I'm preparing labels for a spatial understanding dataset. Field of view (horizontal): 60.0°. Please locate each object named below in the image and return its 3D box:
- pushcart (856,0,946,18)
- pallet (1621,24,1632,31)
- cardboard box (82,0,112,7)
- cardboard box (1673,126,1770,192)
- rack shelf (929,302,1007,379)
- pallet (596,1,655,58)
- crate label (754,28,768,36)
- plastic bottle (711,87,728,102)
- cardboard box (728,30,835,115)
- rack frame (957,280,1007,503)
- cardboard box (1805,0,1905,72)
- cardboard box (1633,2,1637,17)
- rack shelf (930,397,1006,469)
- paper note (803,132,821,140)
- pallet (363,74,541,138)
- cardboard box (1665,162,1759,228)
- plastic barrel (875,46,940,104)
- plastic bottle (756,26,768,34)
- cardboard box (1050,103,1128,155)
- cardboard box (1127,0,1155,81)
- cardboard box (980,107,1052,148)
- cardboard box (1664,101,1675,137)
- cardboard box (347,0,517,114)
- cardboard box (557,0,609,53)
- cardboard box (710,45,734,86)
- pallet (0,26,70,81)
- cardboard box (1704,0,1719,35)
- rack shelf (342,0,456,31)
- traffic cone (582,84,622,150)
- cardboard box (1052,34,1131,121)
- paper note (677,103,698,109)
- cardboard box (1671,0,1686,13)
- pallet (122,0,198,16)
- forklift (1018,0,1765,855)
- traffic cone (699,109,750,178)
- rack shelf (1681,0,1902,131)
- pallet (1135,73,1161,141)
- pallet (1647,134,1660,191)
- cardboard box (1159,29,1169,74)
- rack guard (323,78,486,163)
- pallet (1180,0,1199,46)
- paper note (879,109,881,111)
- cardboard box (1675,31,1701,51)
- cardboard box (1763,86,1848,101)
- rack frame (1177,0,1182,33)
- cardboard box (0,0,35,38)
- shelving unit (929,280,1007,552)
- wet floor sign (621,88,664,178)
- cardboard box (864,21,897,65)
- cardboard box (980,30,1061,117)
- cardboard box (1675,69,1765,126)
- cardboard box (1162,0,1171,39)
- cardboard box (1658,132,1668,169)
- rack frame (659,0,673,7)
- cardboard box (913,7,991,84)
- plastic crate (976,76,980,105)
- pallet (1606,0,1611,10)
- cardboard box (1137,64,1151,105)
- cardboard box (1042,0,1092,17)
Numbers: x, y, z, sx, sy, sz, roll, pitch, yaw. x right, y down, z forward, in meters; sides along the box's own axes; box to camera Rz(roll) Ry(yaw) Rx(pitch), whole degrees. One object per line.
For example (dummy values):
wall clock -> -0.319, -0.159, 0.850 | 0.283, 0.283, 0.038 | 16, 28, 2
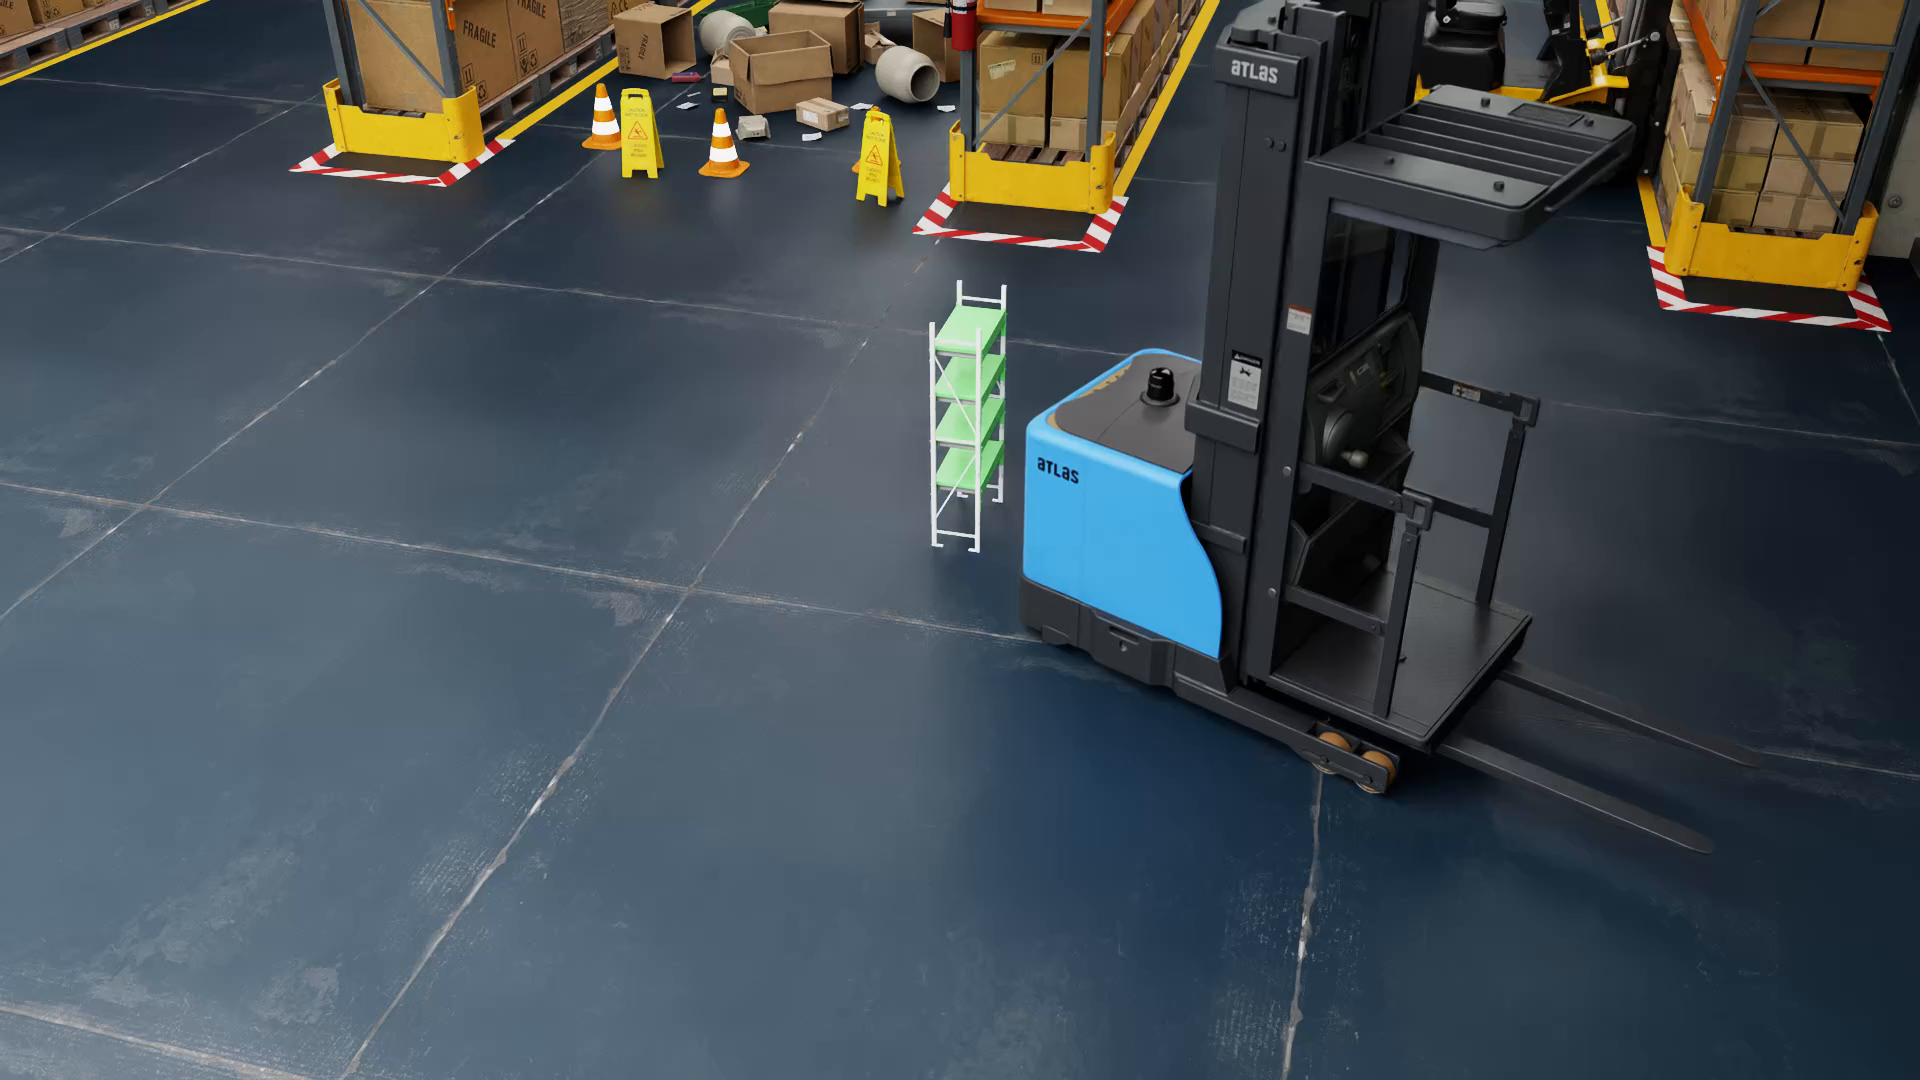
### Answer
pushcart -> -0.702, -4.978, 15.729 | 1.648, 0.377, 0.936 | -3, 33, -4
pallet -> 6.467, -4.337, 14.876 | 1.003, 0.211, 1.213 | 8, 33, 12
cardboard box -> -8.430, -5.439, 15.948 | 0.500, 0.500, 0.500 | 5, 33, 8
cardboard box -> 5.124, -2.574, 11.208 | 0.500, 0.250, 0.500 | 8, 33, 12
rack shelf -> 0.042, -0.943, 7.840 | 0.258, 0.148, 0.480 | 8, 33, 12
pallet -> -3.567, -4.861, 15.700 | 1.003, 0.211, 1.213 | 8, 33, 12
crate label -> -1.918, -4.649, 15.435 | 0.298, 0.136, 0.250 | -14, 35, -21
plastic bottle -> -2.047, -3.804, 14.177 | 0.133, 0.061, 0.283 | -3, 33, -4
cardboard box -> -1.503, -3.927, 13.959 | 0.797, 0.503, 0.637 | -14, 35, -21
rack frame -> 0.104, -0.719, 8.262 | 0.240, 1.200, 0.015 | 8, 33, 12
cardboard box -> 5.697, -3.312, 10.571 | 0.500, 0.500, 0.500 | 9, 34, 14
cardboard box -> 6.644, -4.975, 15.103 | 0.875, 0.625, 0.625 | 8, 33, 12
rack shelf -> 0.042, -0.538, 8.098 | 0.258, 0.148, 0.480 | 8, 33, 12
paper note -> -1.185, -3.233, 13.307 | 0.148, 0.019, 0.142 | -3, 33, -4
pallet -> -4.186, -3.595, 13.708 | 1.003, 0.211, 1.213 | 8, 33, 12
cardboard box -> 5.116, -2.354, 11.329 | 0.500, 0.250, 0.500 | 8, 33, 13
plastic barrel -> -0.440, -3.915, 14.014 | 0.421, 0.421, 0.512 | -21, 38, -29
plastic bottle -> -1.908, -4.833, 15.795 | 0.133, 0.061, 0.283 | -8, 33, -13
cardboard box -> 0.973, -3.122, 12.537 | 0.500, 0.250, 0.500 | 8, 33, 12
cardboard box -> 1.242, -3.982, 13.191 | 0.500, 0.500, 0.500 | 9, 33, 13
cardboard box -> 0.451, -3.210, 12.675 | 0.500, 0.250, 0.500 | 8, 33, 12
cardboard box -> 5.372, -3.103, 12.041 | 0.500, 0.250, 0.500 | 7, 33, 11
cardboard box -> -4.205, -3.988, 13.316 | 0.875, 0.875, 0.875 | 8, 33, 13
cardboard box -> -3.750, -4.917, 14.778 | 0.875, 0.875, 0.875 | 8, 33, 13
cardboard box -> -1.953, -4.125, 14.492 | 0.396, 0.266, 0.258 | 14, 35, 21
pallet -> -8.825, -4.353, 14.901 | 1.003, 0.211, 1.213 | 8, 33, 12
cardboard box -> 5.314, -3.652, 11.106 | 0.500, 0.500, 0.500 | 9, 34, 14
rack shelf -> -3.806, -5.080, 14.116 | 1.077, 0.370, 4.000 | 8, 33, 12
traffic cone -> -2.805, -3.358, 13.100 | 0.336, 0.463, 0.334 | 8, 33, 12
cardboard box -> 0.978, -3.451, 12.355 | 0.500, 0.500, 0.500 | 7, 33, 11
paper note -> -2.284, -3.653, 13.970 | 0.144, 0.017, 0.142 | 20, 38, 29
cardboard box -> 5.752, -4.093, 13.132 | 0.500, 0.250, 0.500 | 8, 33, 12
pallet -> -8.206, -5.619, 16.893 | 1.003, 0.211, 1.213 | 8, 33, 12
forklift -> 1.740, -0.547, 6.378 | 3.031, 2.935, 1.130 | 23, 39, 31
traffic cone -> -1.798, -3.027, 12.581 | 0.336, 0.463, 0.334 | 8, 33, 12
rack shelf -> 5.810, -3.785, 12.078 | 1.077, 0.370, 4.000 | 8, 33, 12
pallet -> 1.072, -3.635, 13.771 | 1.003, 0.211, 1.213 | 8, 33, 12
pallet -> 5.768, -2.908, 12.627 | 1.003, 0.211, 1.213 | 8, 33, 12
cardboard box -> 1.500, -4.196, 14.226 | 0.500, 0.250, 0.500 | 7, 33, 11
rack guard -> -4.319, -3.279, 12.941 | 1.175, 0.500, 0.348 | 8, 33, 12
pallet -> 1.712, -5.028, 15.962 | 1.003, 0.211, 1.213 | 8, 33, 12
paper note -> -0.693, -3.574, 13.862 | 0.032, 0.001, 0.123 | 8, 33, 12
cardboard box -> 5.496, -3.562, 12.296 | 0.500, 0.250, 0.500 | 7, 33, 11
cardboard box -> 5.731, -2.973, 11.370 | 0.500, 0.250, 0.500 | 8, 33, 12
rack frame -> 1.516, -5.800, 14.578 | 1.000, 3.000, 0.127 | 8, 33, 12
cardboard box -> -8.792, -4.833, 14.995 | 0.500, 0.500, 0.500 | 17, 36, 25
shelving unit -> 0.042, -0.592, 8.063 | 0.258, 1.200, 0.503 | 8, 33, 12
wet floor sign -> -2.405, -3.068, 12.474 | 0.267, 0.644, 0.232 | 3, 33, 4
cardboard box -> -0.767, -4.516, 15.106 | 0.258, 0.266, 0.396 | -14, 35, -21
cardboard box -> 0.452, -3.509, 12.447 | 0.500, 0.500, 0.500 | 8, 33, 13
cardboard box -> 5.242, -3.037, 11.470 | 0.500, 0.250, 0.500 | 9, 33, 13
cardboard box -> 1.498, -4.526, 14.046 | 0.500, 0.500, 0.500 | 9, 33, 13
cardboard box -> 5.387, -2.870, 12.139 | 0.500, 0.250, 0.500 | 8, 33, 13
rack frame -> -3.298, -6.422, 15.556 | 1.000, 3.000, 0.127 | 8, 33, 12
cardboard box -> -0.073, -4.376, 14.665 | 0.500, 0.500, 0.500 | -21, 38, -29
plastic crate -> 0.324, -3.865, 14.255 | 0.402, 0.080, 0.583 | -3, 33, -4
pallet -> 7.086, -5.603, 16.868 | 1.003, 0.211, 1.213 | 8, 33, 12
cardboard box -> 1.236, -3.671, 13.400 | 0.500, 0.250, 0.500 | 10, 34, 16
cardboard box -> 0.787, -3.767, 11.613 | 0.380, 0.149, 0.250 | 8, 33, 13
